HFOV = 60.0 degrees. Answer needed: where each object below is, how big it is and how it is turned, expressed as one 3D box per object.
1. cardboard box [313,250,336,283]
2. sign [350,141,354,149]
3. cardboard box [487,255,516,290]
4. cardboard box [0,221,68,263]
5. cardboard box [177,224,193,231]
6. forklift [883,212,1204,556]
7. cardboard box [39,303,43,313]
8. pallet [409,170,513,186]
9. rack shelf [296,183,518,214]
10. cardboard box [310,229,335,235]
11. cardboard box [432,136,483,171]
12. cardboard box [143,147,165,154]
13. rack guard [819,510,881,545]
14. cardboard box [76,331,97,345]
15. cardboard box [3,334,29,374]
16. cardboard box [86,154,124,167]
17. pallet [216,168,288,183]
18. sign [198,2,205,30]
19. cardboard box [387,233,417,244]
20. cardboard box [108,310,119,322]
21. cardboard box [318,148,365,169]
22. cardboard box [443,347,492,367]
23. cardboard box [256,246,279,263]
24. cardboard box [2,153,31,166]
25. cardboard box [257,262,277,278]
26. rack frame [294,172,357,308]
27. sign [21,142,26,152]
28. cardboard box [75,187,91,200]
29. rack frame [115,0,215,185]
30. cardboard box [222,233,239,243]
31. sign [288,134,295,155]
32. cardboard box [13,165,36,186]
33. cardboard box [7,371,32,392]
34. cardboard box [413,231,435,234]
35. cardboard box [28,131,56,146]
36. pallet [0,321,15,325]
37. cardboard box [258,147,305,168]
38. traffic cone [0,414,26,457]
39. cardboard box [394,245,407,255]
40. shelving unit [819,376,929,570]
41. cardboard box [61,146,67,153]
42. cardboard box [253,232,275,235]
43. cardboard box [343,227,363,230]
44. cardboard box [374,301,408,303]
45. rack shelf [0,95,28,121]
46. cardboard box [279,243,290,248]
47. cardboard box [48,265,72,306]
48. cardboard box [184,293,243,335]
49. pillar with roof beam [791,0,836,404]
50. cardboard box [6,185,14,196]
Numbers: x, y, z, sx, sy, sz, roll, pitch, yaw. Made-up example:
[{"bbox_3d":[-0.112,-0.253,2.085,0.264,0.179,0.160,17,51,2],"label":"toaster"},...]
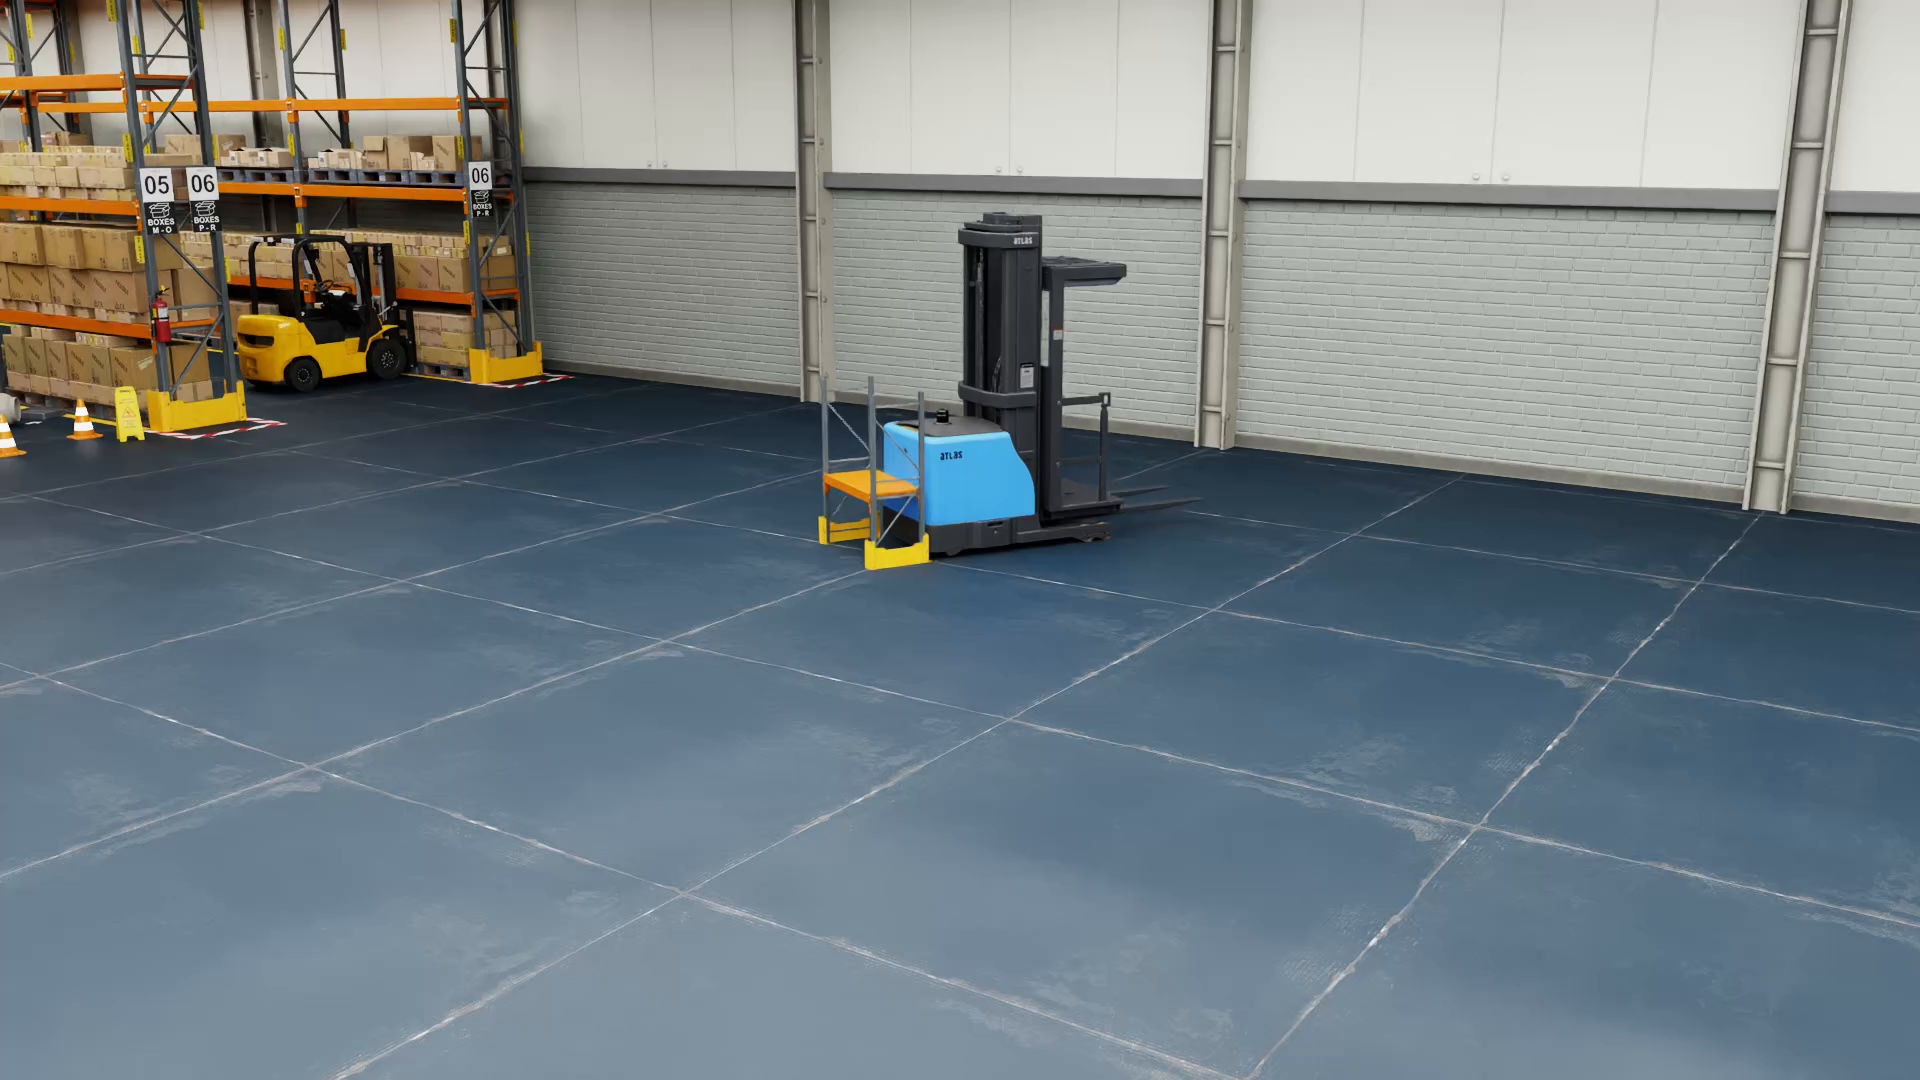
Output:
[{"bbox_3d":[-9.957,-4.380,26.493,0.500,0.500,0.500,9,16,31],"label":"cardboard box"},{"bbox_3d":[-9.871,-6.299,26.972,0.005,0.325,0.100,9,17,33],"label":"sign"},{"bbox_3d":[-7.116,-4.077,25.269,0.500,0.500,0.500,10,17,35],"label":"cardboard box"},{"bbox_3d":[-12.291,-3.956,22.081,0.500,0.500,0.700,9,17,33],"label":"cardboard box"},{"bbox_3d":[-13.838,-5.332,29.465,0.500,0.500,0.500,10,17,35],"label":"cardboard box"},{"bbox_3d":[0.843,-1.508,15.244,3.031,2.935,1.130,-7,15,-26],"label":"forklift"},{"bbox_3d":[-11.963,-3.102,22.062,0.250,0.149,0.380,9,17,33],"label":"cardboard box"},{"bbox_3d":[-7.432,-5.420,24.843,1.213,0.211,1.003,9,17,33],"label":"pallet"},{"bbox_3d":[-8.520,-5.282,25.599,4.000,0.370,1.077,9,17,33],"label":"rack shelf"},{"bbox_3d":[-10.080,-4.849,26.419,0.250,0.149,0.380,10,17,34],"label":"cardboard box"},{"bbox_3d":[-7.363,-5.674,24.398,0.500,0.500,0.500,10,17,35],"label":"cardboard box"},{"bbox_3d":[-13.949,-6.688,28.645,0.250,0.149,0.380,10,17,35],"label":"cardboard box"},{"bbox_3d":[-1.005,-0.115,15.193,0.587,0.250,0.087,-7,16,-27],"label":"rack guard"},{"bbox_3d":[-11.204,-2.626,21.553,0.250,0.149,0.380,10,17,35],"label":"cardboard box"},{"bbox_3d":[-12.607,-2.553,22.609,0.500,0.500,0.500,10,17,35],"label":"cardboard box"},{"bbox_3d":[-10.669,-4.741,20.782,0.250,0.149,0.380,9,17,33],"label":"cardboard box"},{"bbox_3d":[-11.956,-6.121,27.886,1.213,0.211,1.003,10,17,35],"label":"pallet"},{"bbox_3d":[-9.324,-6.429,20.383,0.005,0.325,0.100,9,17,33],"label":"sign"},{"bbox_3d":[-8.551,-4.625,25.514,0.250,0.149,0.380,9,17,34],"label":"cardboard box"},{"bbox_3d":[-10.530,-2.853,21.054,0.250,0.149,0.380,9,16,32],"label":"cardboard box"},{"bbox_3d":[-9.625,-5.948,25.897,0.500,0.311,0.500,10,17,34],"label":"cardboard box"},{"bbox_3d":[-7.426,-2.776,25.069,0.500,0.250,0.500,9,17,33],"label":"cardboard box"},{"bbox_3d":[-11.160,-4.695,27.247,0.500,0.250,0.500,9,16,31],"label":"cardboard box"},{"bbox_3d":[-12.218,-4.960,21.665,0.250,0.149,0.380,9,17,32],"label":"cardboard box"},{"bbox_3d":[-11.164,-4.452,27.304,0.500,0.250,0.500,9,17,32],"label":"cardboard box"},{"bbox_3d":[-10.179,-4.443,26.956,0.127,3.000,1.000,9,17,33],"label":"rack frame"},{"bbox_3d":[-17.114,-7.114,30.426,0.005,0.325,0.100,9,17,33],"label":"sign"},{"bbox_3d":[-10.912,-4.383,20.994,0.250,0.149,0.380,9,17,32],"label":"cardboard box"},{"bbox_3d":[-9.627,-5.829,20.068,0.127,3.000,1.000,9,17,33],"label":"rack frame"},{"bbox_3d":[-12.321,-5.070,27.933,0.250,0.149,0.380,10,17,34],"label":"cardboard box"},{"bbox_3d":[-10.474,-6.193,26.053,0.005,0.325,0.100,9,17,33],"label":"sign"},{"bbox_3d":[-11.892,-4.730,21.565,0.500,0.250,0.500,9,17,33],"label":"cardboard box"},{"bbox_3d":[-12.607,-2.189,22.699,0.500,0.250,0.500,8,16,30],"label":"cardboard box"},{"bbox_3d":[-8.287,-4.715,25.878,0.250,0.149,0.380,9,17,33],"label":"cardboard box"},{"bbox_3d":[-16.762,-7.338,30.368,0.258,0.266,0.396,9,17,32],"label":"cardboard box"},{"bbox_3d":[-18.403,-4.418,32.658,1.213,0.211,1.003,9,17,33],"label":"pallet"},{"bbox_3d":[-10.916,-6.157,26.740,0.500,0.311,0.500,9,16,31],"label":"cardboard box"},{"bbox_3d":[-11.041,-1.219,19.210,0.334,0.463,0.336,9,17,33],"label":"traffic cone"},{"bbox_3d":[-8.382,-4.428,25.337,0.250,0.149,0.380,9,17,33],"label":"cardboard box"},{"bbox_3d":[-0.773,-0.616,14.616,0.587,1.500,1.083,-7,16,-27],"label":"shelving unit"},{"bbox_3d":[-15.893,-7.003,29.878,0.250,0.149,0.380,9,17,34],"label":"cardboard box"},{"bbox_3d":[-11.831,-5.138,28.204,0.250,0.149,0.380,10,17,34],"label":"cardboard box"},{"bbox_3d":[-9.746,-4.968,26.901,0.250,0.149,0.380,9,17,33],"label":"cardboard box"},{"bbox_3d":[-9.234,-3.705,26.743,0.500,0.250,0.500,9,16,32],"label":"cardboard box"},{"bbox_3d":[-14.606,-6.090,23.453,4.000,0.370,1.077,9,17,33],"label":"rack shelf"},{"bbox_3d":[-10.811,-4.839,26.998,0.250,0.149,0.380,9,16,32],"label":"cardboard box"},{"bbox_3d":[-11.467,-3.335,21.652,0.500,0.500,0.500,9,17,33],"label":"cardboard box"},{"bbox_3d":[-12.988,-3.944,29.009,0.625,0.625,0.875,10,17,35],"label":"cardboard box"},{"bbox_3d":[-4.359,-5.429,18.453,0.400,9.000,9.100,9,17,33],"label":"pillar with roof beam"},{"bbox_3d":[-12.371,-4.639,22.027,0.250,0.149,0.380,9,17,33],"label":"cardboard box"}]
